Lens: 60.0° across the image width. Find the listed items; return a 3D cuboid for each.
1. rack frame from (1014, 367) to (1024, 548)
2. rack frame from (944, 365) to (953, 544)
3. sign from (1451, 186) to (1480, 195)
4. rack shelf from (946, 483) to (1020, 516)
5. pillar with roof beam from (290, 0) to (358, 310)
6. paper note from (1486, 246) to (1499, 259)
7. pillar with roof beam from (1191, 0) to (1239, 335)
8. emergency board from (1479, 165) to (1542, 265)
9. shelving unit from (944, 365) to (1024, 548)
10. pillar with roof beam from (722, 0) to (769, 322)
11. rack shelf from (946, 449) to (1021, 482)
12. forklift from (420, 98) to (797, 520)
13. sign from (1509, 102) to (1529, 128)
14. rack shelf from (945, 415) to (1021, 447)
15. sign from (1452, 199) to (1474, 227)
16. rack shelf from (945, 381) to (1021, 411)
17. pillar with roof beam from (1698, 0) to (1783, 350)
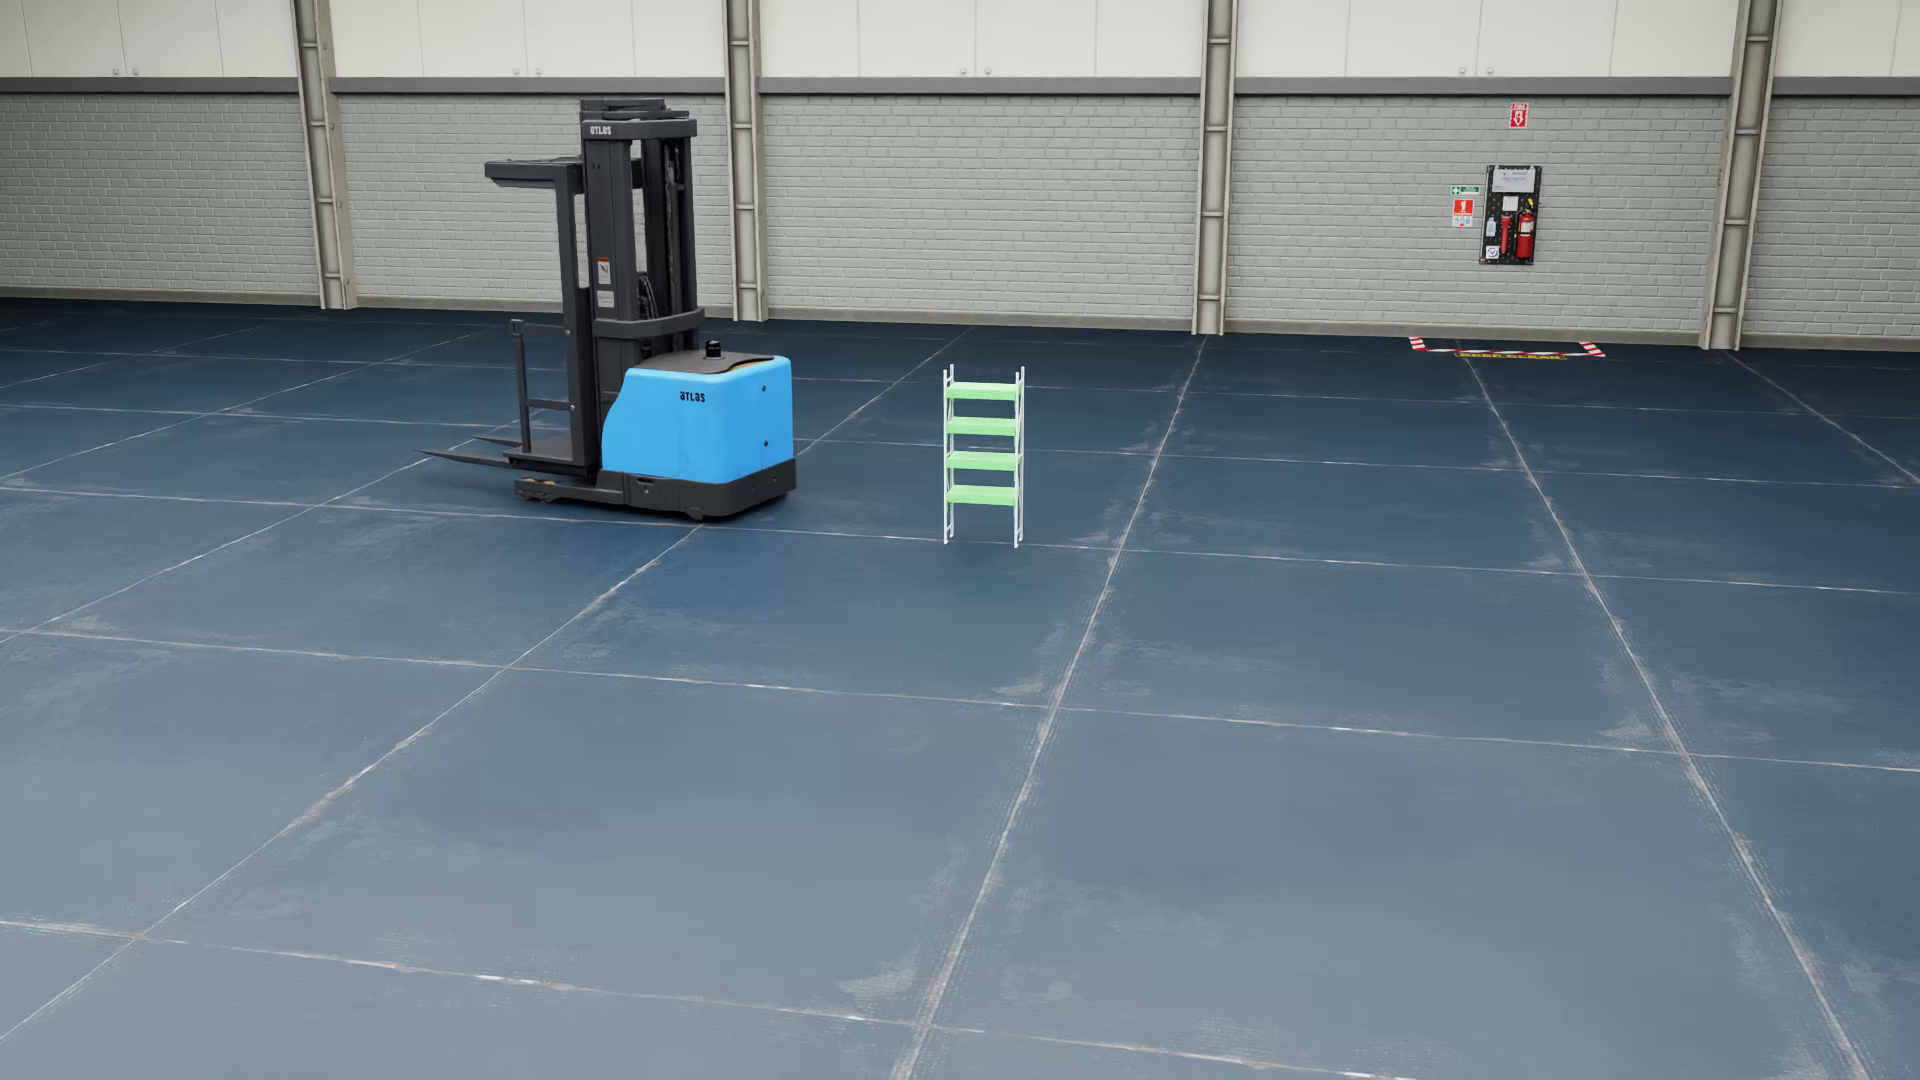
[{"bbox_3d":[0.401,-0.556,11.253,0.015,1.200,0.240,3,16,11],"label":"rack frame"},{"bbox_3d":[-0.077,-0.582,11.347,0.015,1.200,0.240,3,16,11],"label":"rack frame"},{"bbox_3d":[6.063,-4.194,19.953,0.331,0.109,0.001,3,16,11],"label":"sign"},{"bbox_3d":[0.162,-0.277,11.381,0.480,0.148,0.258,3,16,11],"label":"rack shelf"},{"bbox_3d":[-9.501,-6.448,17.914,0.400,9.000,9.100,3,16,11],"label":"pillar with roof beam"},{"bbox_3d":[6.422,-3.470,20.051,0.142,0.148,0.016,3,16,11],"label":"paper note"},{"bbox_3d":[2.258,-5.810,15.609,0.400,9.000,9.100,3,16,11],"label":"pillar with roof beam"},{"bbox_3d":[6.581,-3.867,19.834,0.643,1.169,0.194,3,16,11],"label":"emergency board"},{"bbox_3d":[0.162,-0.569,11.300,0.503,1.200,0.258,3,16,11],"label":"shelving unit"},{"bbox_3d":[-3.622,-6.129,16.761,0.400,9.000,9.100,3,16,11],"label":"pillar with roof beam"},{"bbox_3d":[0.162,-0.508,11.317,0.480,0.148,0.258,3,16,11],"label":"rack shelf"},{"bbox_3d":[-2.791,-1.806,12.520,3.031,2.935,1.130,8,17,25],"label":"forklift"},{"bbox_3d":[6.593,-5.011,19.620,0.199,0.298,0.001,3,16,11],"label":"sign"},{"bbox_3d":[0.162,-0.739,11.253,0.480,0.148,0.258,3,16,11],"label":"rack shelf"},{"bbox_3d":[6.060,-3.941,20.033,0.234,0.329,0.001,3,16,11],"label":"sign"},{"bbox_3d":[0.162,-0.970,11.189,0.480,0.148,0.258,3,16,11],"label":"rack shelf"},{"bbox_3d":[8.138,-5.491,14.457,0.400,9.000,9.100,3,16,11],"label":"pillar with roof beam"}]
